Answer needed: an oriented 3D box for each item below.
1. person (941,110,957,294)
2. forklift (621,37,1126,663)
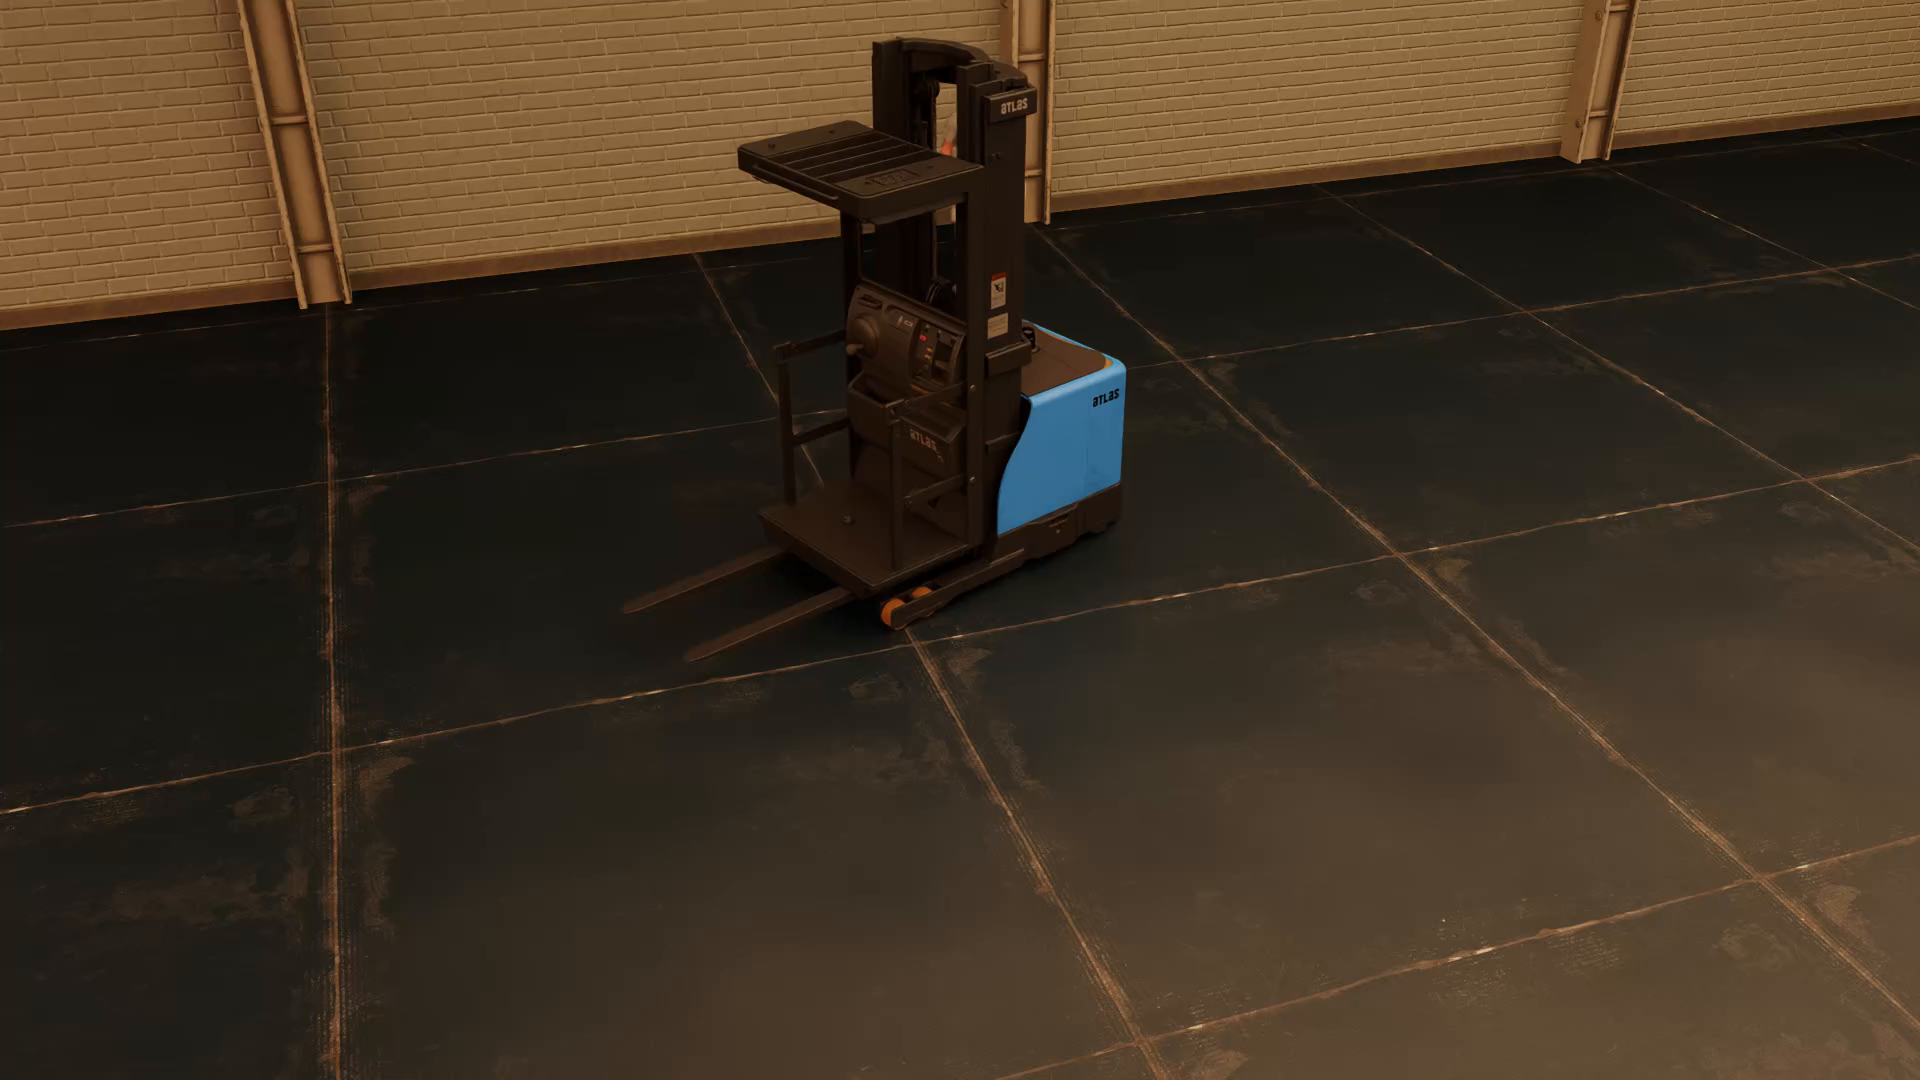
[{"bbox_3d":[0.165,-2.812,13.138,0.701,1.775,0.440,0,30,1],"label":"person"},{"bbox_3d":[-0.461,-1.072,8.951,3.031,2.935,1.130,-23,37,-34],"label":"forklift"}]
